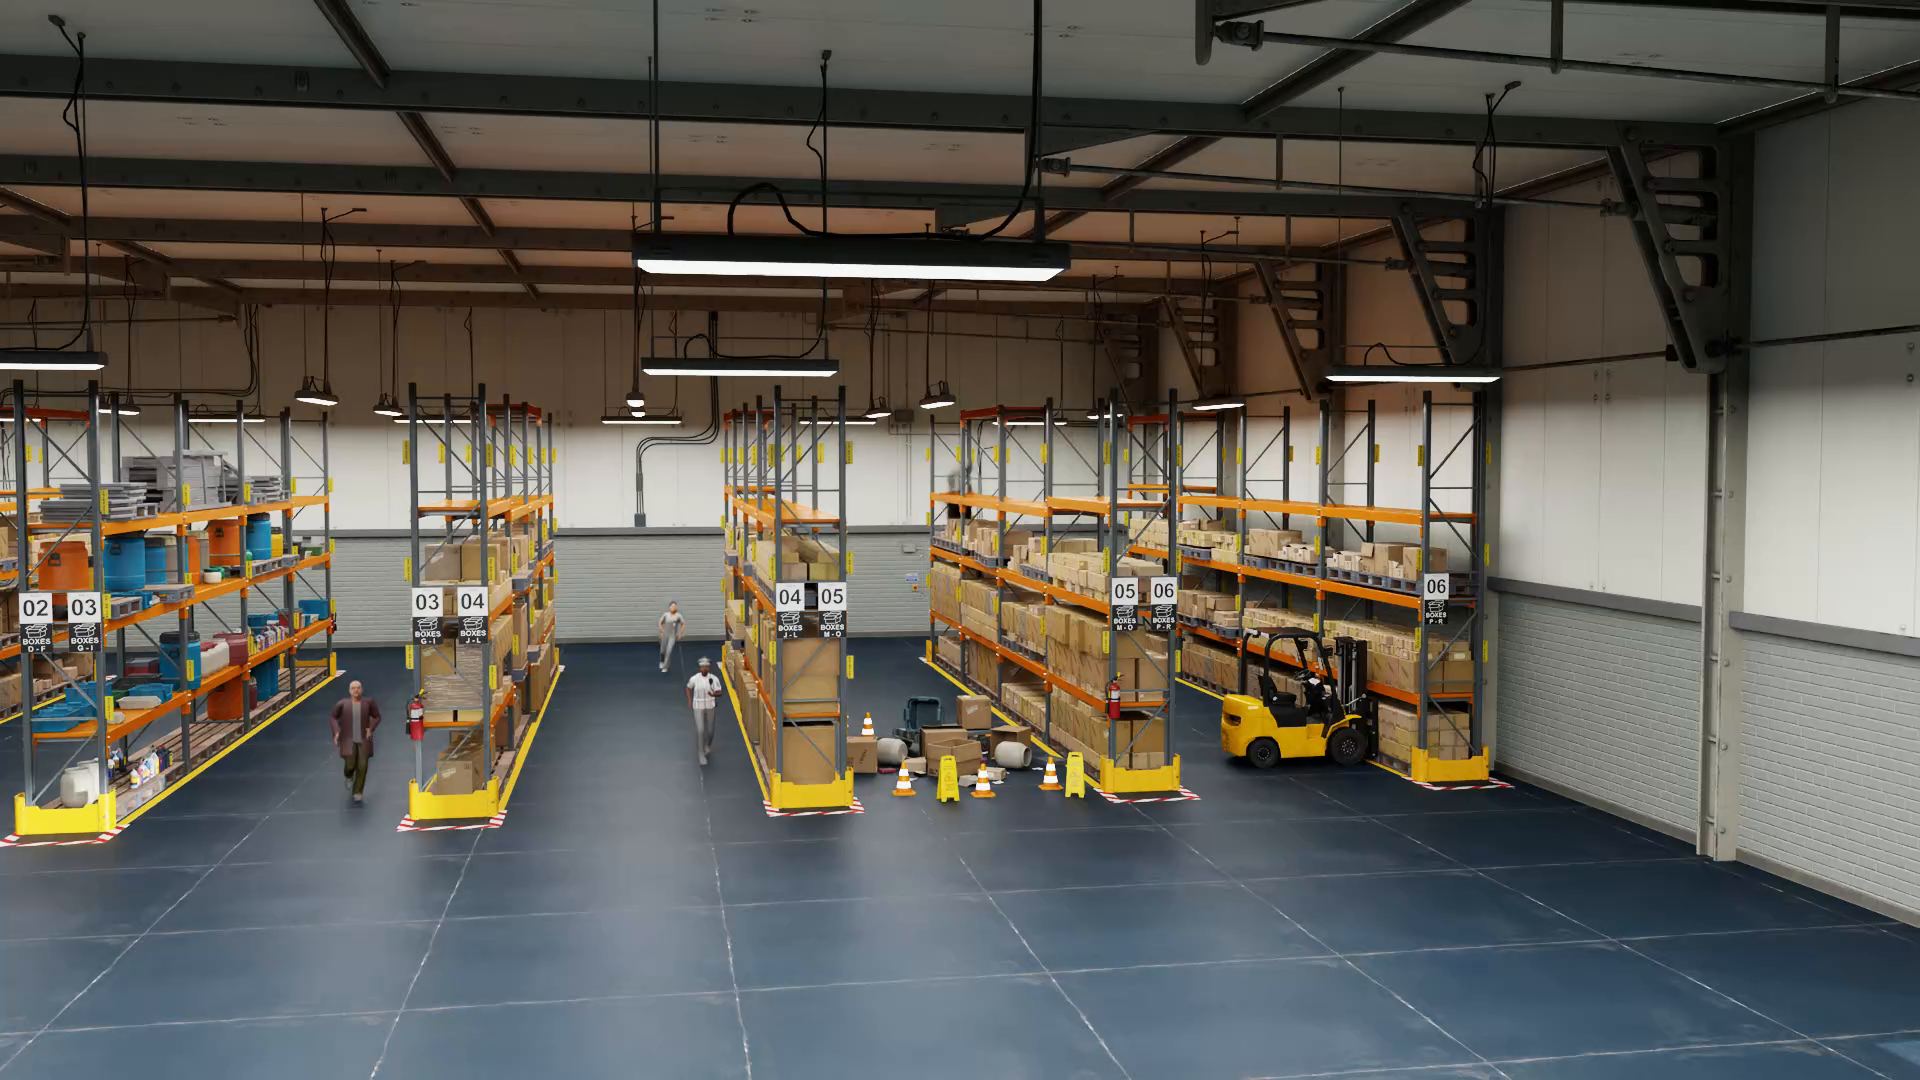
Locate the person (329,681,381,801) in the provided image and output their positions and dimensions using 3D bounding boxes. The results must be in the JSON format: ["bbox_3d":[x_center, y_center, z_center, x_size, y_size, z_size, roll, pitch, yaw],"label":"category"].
[{"bbox_3d":[-8.785,2.914,24.195,0.710,1.733,0.637,-1,3,-24],"label":"person"}]

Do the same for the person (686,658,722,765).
[{"bbox_3d":[-4.172,2.757,27.164,0.575,1.684,0.921,-1,3,-14],"label":"person"}]

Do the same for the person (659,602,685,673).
[{"bbox_3d":[-6.675,2.236,38.524,0.621,1.633,0.710,0,3,-5],"label":"person"}]
